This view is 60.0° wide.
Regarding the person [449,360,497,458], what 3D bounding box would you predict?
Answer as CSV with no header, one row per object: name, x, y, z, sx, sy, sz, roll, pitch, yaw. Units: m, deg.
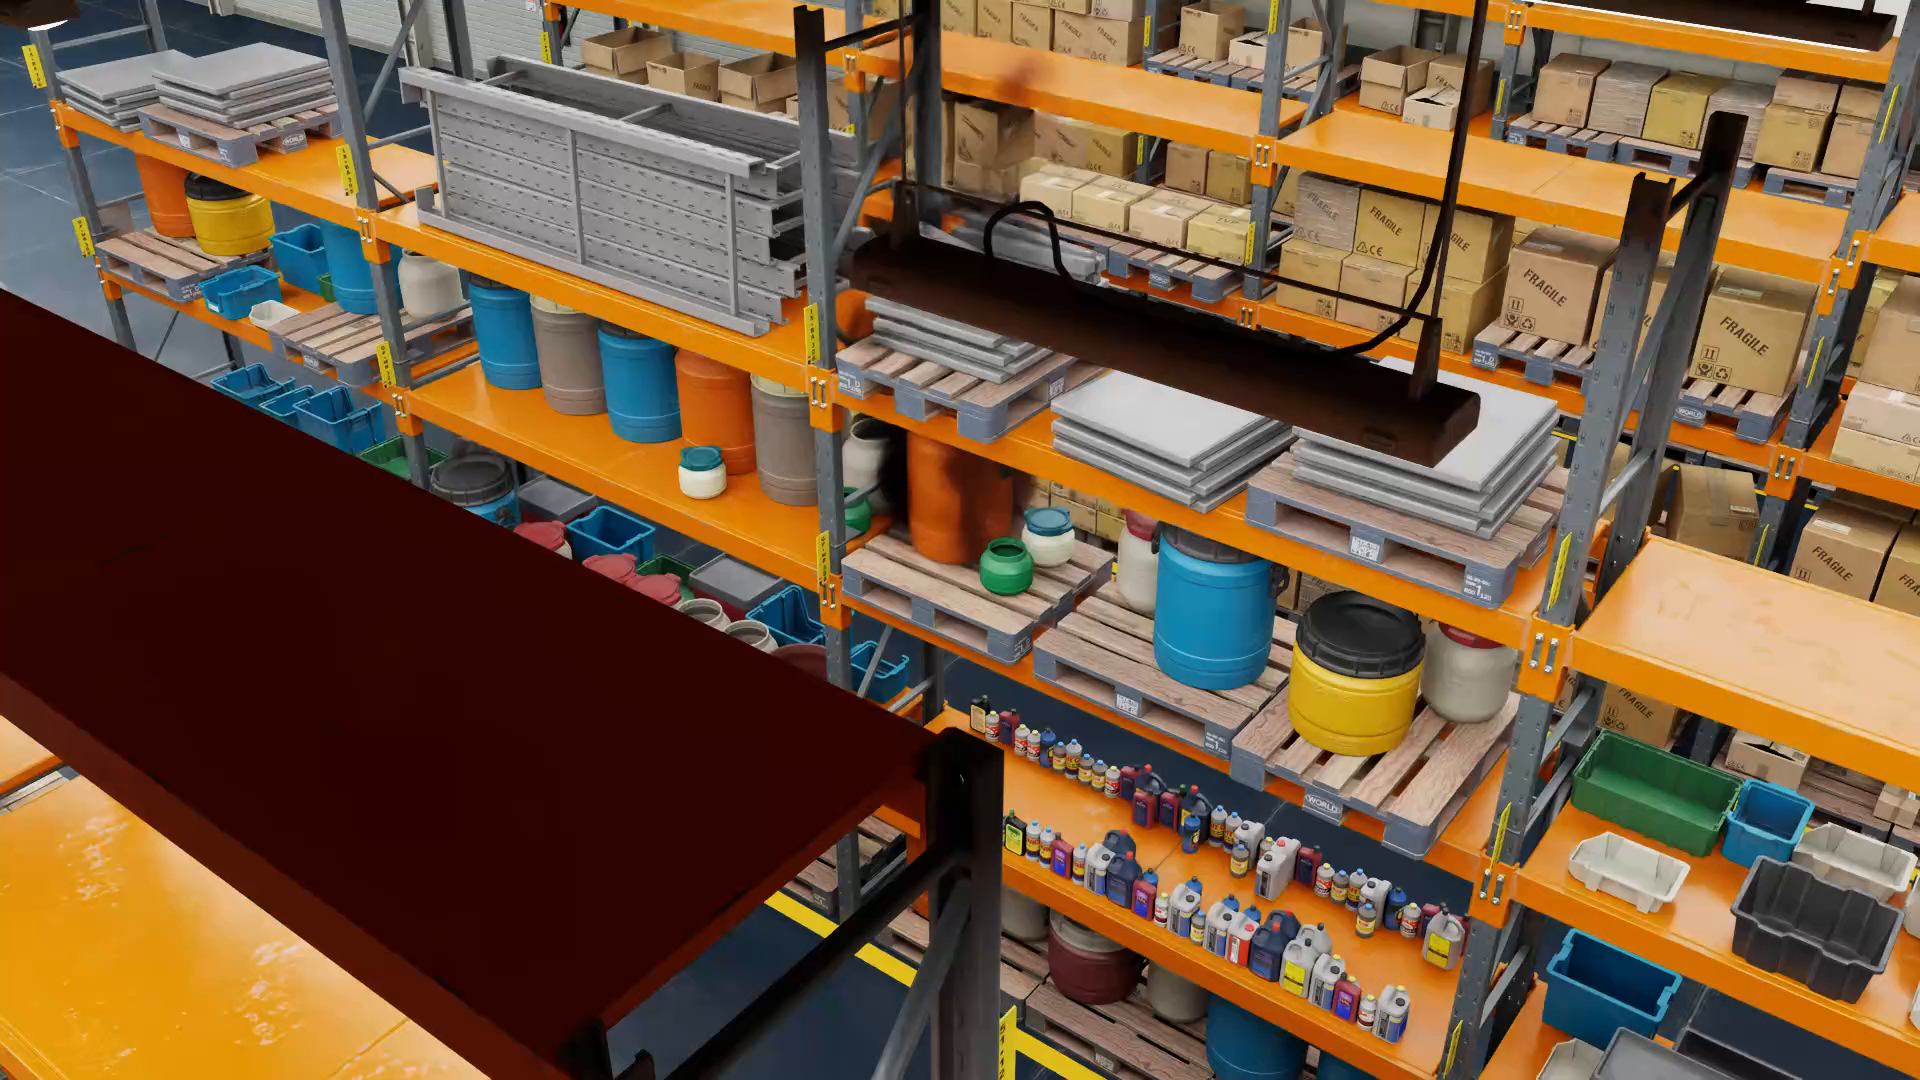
person,-4.468,-0.999,15.236,0.647,1.767,0.642,18,36,27
